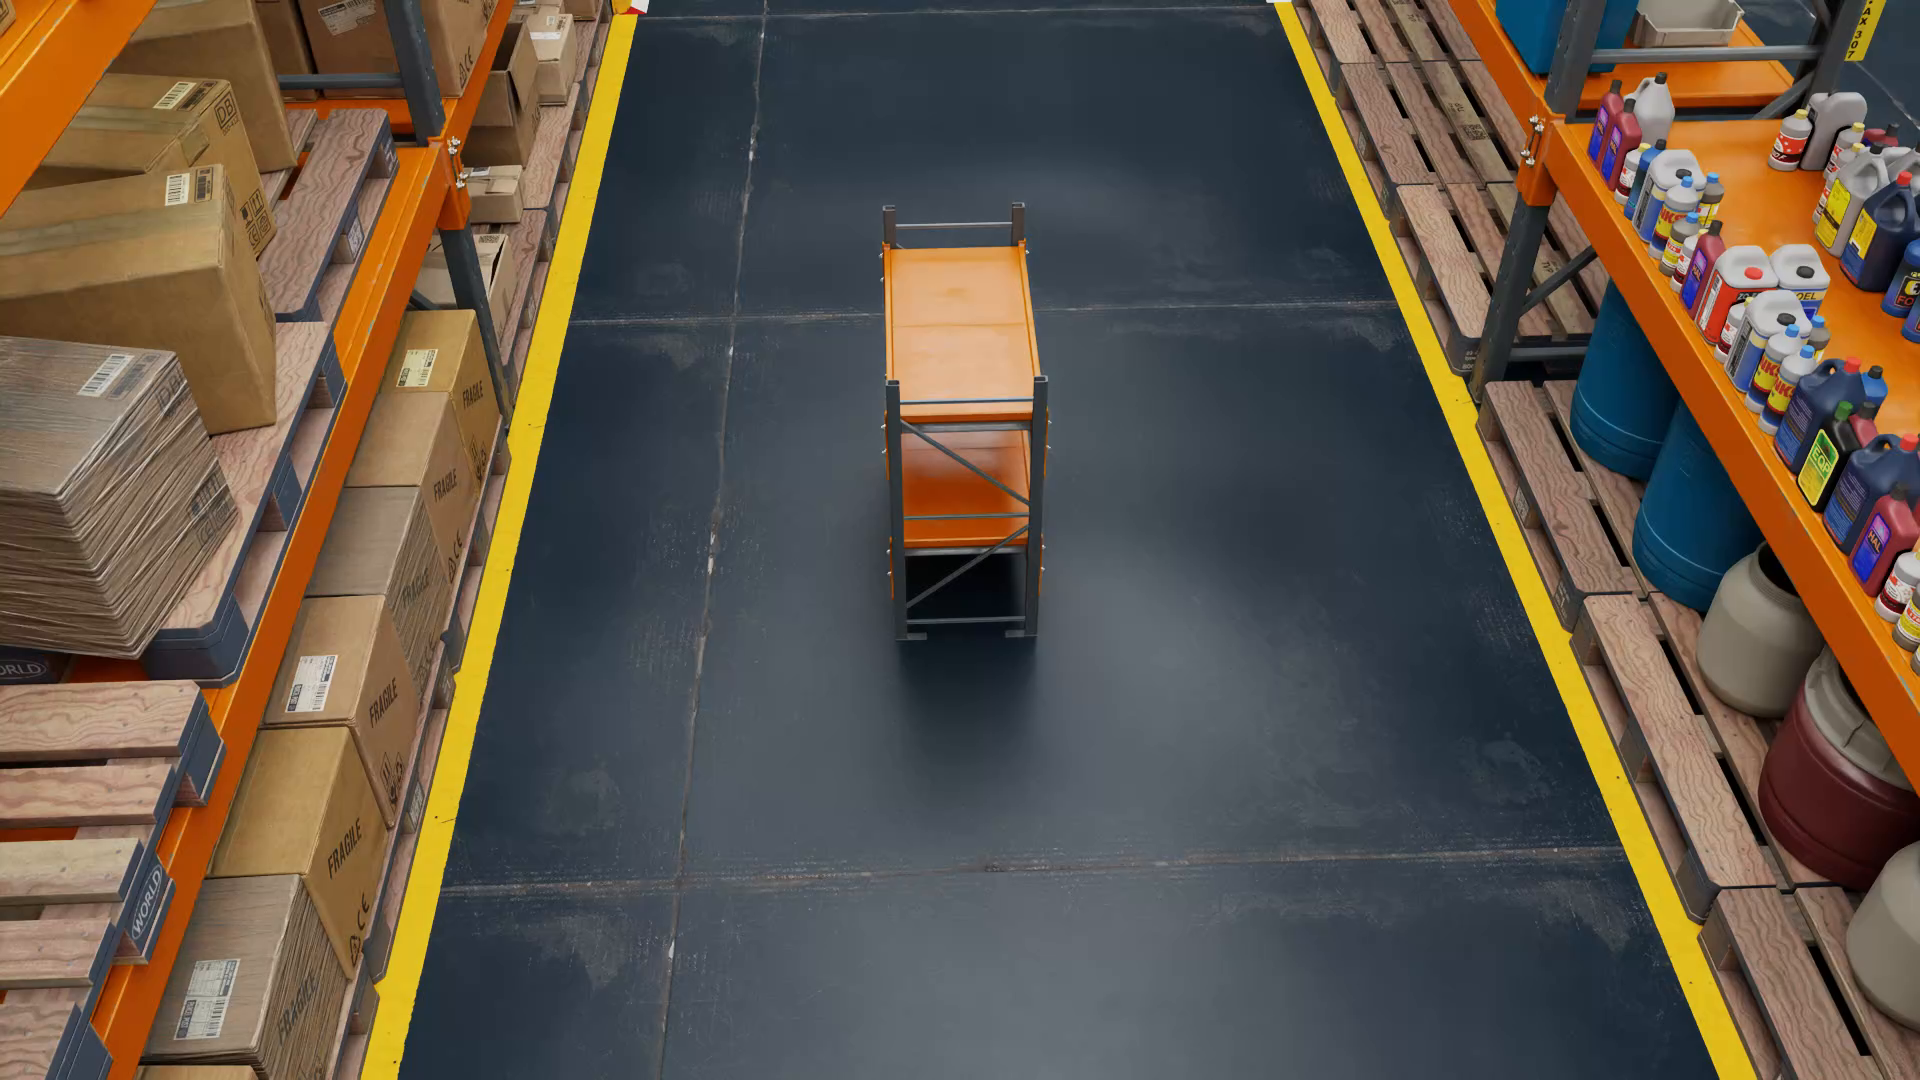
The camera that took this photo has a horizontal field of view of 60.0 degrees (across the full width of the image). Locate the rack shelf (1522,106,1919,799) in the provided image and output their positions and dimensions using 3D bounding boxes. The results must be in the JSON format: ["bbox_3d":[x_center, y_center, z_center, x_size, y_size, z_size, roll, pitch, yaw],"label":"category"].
[{"bbox_3d":[2.706,-0.100,4.671,1.077,0.370,4.000,-2,43,-2],"label":"rack shelf"}]

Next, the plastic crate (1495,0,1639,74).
[{"bbox_3d":[2.261,-2.037,6.219,0.392,0.384,0.575,-2,43,-2],"label":"plastic crate"}]

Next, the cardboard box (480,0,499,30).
[{"bbox_3d":[-2.102,-2.310,6.476,0.500,0.500,0.500,-1,43,-1],"label":"cardboard box"}]

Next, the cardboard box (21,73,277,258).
[{"bbox_3d":[-2.438,-0.978,4.713,0.700,0.500,0.500,5,43,5],"label":"cardboard box"}]

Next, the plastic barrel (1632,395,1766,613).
[{"bbox_3d":[2.658,-0.251,5.546,0.600,0.901,0.708,-2,43,-2],"label":"plastic barrel"}]

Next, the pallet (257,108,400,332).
[{"bbox_3d":[-2.403,-0.962,5.222,1.003,0.211,1.213,-2,43,-2],"label":"pallet"}]

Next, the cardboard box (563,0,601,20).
[{"bbox_3d":[-2.228,-3.157,8.998,0.500,0.500,0.500,-2,43,-2],"label":"cardboard box"}]

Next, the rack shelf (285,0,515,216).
[{"bbox_3d":[-2.412,-2.660,7.465,1.077,0.370,4.000,-2,43,-2],"label":"rack shelf"}]

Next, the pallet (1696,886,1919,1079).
[{"bbox_3d":[2.716,1.482,4.477,1.003,0.211,1.213,-2,43,-2],"label":"pallet"}]

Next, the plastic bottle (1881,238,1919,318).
[{"bbox_3d":[2.874,-0.808,5.006,0.097,0.271,0.097,0,43,0],"label":"plastic bottle"}]

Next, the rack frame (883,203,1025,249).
[{"bbox_3d":[-0.022,-0.762,6.249,0.500,1.125,0.032,-2,43,-2],"label":"rack frame"}]

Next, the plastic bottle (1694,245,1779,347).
[{"bbox_3d":[2.300,-0.721,4.908,0.152,0.276,0.135,-2,43,-2],"label":"plastic bottle"}]

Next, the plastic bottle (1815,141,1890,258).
[{"bbox_3d":[2.843,-1.082,5.247,0.144,0.351,0.185,-2,43,-2],"label":"plastic bottle"}]

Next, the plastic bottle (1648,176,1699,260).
[{"bbox_3d":[2.254,-1.018,5.236,0.097,0.271,0.097,0,43,0],"label":"plastic bottle"}]

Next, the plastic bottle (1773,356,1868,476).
[{"bbox_3d":[2.321,-0.352,4.451,0.144,0.351,0.185,-2,43,-2],"label":"plastic bottle"}]

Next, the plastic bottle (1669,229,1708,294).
[{"bbox_3d":[2.262,-0.861,5.116,0.097,0.201,0.097,0,43,0],"label":"plastic bottle"}]

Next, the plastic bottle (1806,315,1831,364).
[{"bbox_3d":[2.434,-0.553,4.780,0.097,0.201,0.097,0,43,0],"label":"plastic bottle"}]

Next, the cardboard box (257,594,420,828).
[{"bbox_3d":[-1.963,0.525,4.982,0.500,0.500,0.500,-3,43,-3],"label":"cardboard box"}]

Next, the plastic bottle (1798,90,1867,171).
[{"bbox_3d":[2.961,-1.413,5.663,0.152,0.276,0.135,-2,43,-2],"label":"plastic bottle"}]

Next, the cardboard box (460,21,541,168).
[{"bbox_3d":[-2.412,-2.086,7.827,0.797,0.503,0.637,-2,43,-2],"label":"cardboard box"}]

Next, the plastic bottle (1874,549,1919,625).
[{"bbox_3d":[2.323,0.103,4.064,0.097,0.201,0.097,0,43,0],"label":"plastic bottle"}]

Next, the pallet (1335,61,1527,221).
[{"bbox_3d":[2.497,-2.008,8.284,1.003,0.211,1.213,-2,43,-2],"label":"pallet"}]

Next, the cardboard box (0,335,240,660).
[{"bbox_3d":[-2.145,-0.112,3.767,0.700,0.500,0.500,6,43,6],"label":"cardboard box"}]

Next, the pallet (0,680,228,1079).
[{"bbox_3d":[-2.257,0.740,3.365,1.213,0.211,1.003,-2,43,-2],"label":"pallet"}]

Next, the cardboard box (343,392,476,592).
[{"bbox_3d":[-2.008,-0.157,5.726,0.500,0.500,0.500,-2,43,-2],"label":"cardboard box"}]

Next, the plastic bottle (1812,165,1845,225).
[{"bbox_3d":[2.853,-1.122,5.401,0.097,0.201,0.097,0,43,0],"label":"plastic bottle"}]

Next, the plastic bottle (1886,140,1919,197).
[{"bbox_3d":[2.987,-1.086,5.251,0.144,0.351,0.185,-2,43,-2],"label":"plastic bottle"}]

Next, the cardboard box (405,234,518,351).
[{"bbox_3d":[-2.129,-1.036,6.825,0.500,0.311,0.500,-2,43,-2],"label":"cardboard box"}]

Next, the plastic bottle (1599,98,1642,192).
[{"bbox_3d":[2.217,-1.322,5.559,0.061,0.283,0.133,-2,43,-2],"label":"plastic bottle"}]

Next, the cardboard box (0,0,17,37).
[{"bbox_3d":[-2.254,-1.007,2.834,0.910,0.500,0.500,-2,43,-2],"label":"cardboard box"}]

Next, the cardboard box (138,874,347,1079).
[{"bbox_3d":[-1.919,1.215,4.228,0.500,0.500,0.500,-3,43,-3],"label":"cardboard box"}]

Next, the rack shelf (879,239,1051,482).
[{"bbox_3d":[0.000,-0.635,5.677,0.538,0.278,1.000,-2,43,-2],"label":"rack shelf"}]

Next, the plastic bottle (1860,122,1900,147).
[{"bbox_3d":[3.017,-1.260,5.491,0.061,0.283,0.133,-2,43,-2],"label":"plastic bottle"}]

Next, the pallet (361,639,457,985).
[{"bbox_3d":[-2.200,0.826,5.192,1.003,0.211,1.213,-2,43,-2],"label":"pallet"}]

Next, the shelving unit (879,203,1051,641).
[{"bbox_3d":[0.000,-0.419,5.875,0.538,1.125,1.048,-2,43,-2],"label":"shelving unit"}]

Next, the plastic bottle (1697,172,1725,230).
[{"bbox_3d":[2.400,-1.088,5.364,0.097,0.201,0.097,0,43,0],"label":"plastic bottle"}]

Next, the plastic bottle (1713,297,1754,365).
[{"bbox_3d":[2.277,-0.614,4.847,0.097,0.201,0.097,0,43,0],"label":"plastic bottle"}]

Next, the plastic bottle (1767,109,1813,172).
[{"bbox_3d":[2.837,-1.369,5.671,0.097,0.201,0.097,0,43,0],"label":"plastic bottle"}]

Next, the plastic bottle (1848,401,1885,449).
[{"bbox_3d":[2.347,-0.221,4.357,0.061,0.283,0.133,-2,43,-2],"label":"plastic bottle"}]

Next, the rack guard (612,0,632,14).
[{"bbox_3d":[-2.494,-3.303,9.484,1.175,0.500,0.348,-2,43,-2],"label":"rack guard"}]

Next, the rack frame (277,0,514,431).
[{"bbox_3d":[-2.328,-1.575,5.749,1.000,3.000,0.127,-2,43,-2],"label":"rack frame"}]

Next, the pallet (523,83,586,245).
[{"bbox_3d":[-2.411,-1.837,8.098,1.003,0.211,1.213,-2,43,-2],"label":"pallet"}]

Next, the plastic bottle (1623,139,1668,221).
[{"bbox_3d":[2.244,-1.175,5.407,0.097,0.271,0.097,0,43,0],"label":"plastic bottle"}]

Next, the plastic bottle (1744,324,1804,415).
[{"bbox_3d":[2.287,-0.483,4.653,0.097,0.271,0.097,0,43,0],"label":"plastic bottle"}]

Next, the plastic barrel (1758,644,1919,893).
[{"bbox_3d":[2.706,0.627,4.820,0.600,0.588,0.708,-2,43,-2],"label":"plastic barrel"}]

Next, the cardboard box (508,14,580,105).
[{"bbox_3d":[-2.218,-2.422,8.382,0.500,0.250,0.500,-2,43,-2],"label":"cardboard box"}]

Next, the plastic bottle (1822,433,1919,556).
[{"bbox_3d":[2.334,-0.138,4.217,0.144,0.351,0.185,-2,43,-2],"label":"plastic bottle"}]

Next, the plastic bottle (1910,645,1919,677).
[{"bbox_3d":[2.331,0.235,3.921,0.097,0.201,0.097,0,43,0],"label":"plastic bottle"}]

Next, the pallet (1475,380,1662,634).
[{"bbox_3d":[2.613,-0.165,6.274,1.003,0.211,1.213,-2,43,-2],"label":"pallet"}]
